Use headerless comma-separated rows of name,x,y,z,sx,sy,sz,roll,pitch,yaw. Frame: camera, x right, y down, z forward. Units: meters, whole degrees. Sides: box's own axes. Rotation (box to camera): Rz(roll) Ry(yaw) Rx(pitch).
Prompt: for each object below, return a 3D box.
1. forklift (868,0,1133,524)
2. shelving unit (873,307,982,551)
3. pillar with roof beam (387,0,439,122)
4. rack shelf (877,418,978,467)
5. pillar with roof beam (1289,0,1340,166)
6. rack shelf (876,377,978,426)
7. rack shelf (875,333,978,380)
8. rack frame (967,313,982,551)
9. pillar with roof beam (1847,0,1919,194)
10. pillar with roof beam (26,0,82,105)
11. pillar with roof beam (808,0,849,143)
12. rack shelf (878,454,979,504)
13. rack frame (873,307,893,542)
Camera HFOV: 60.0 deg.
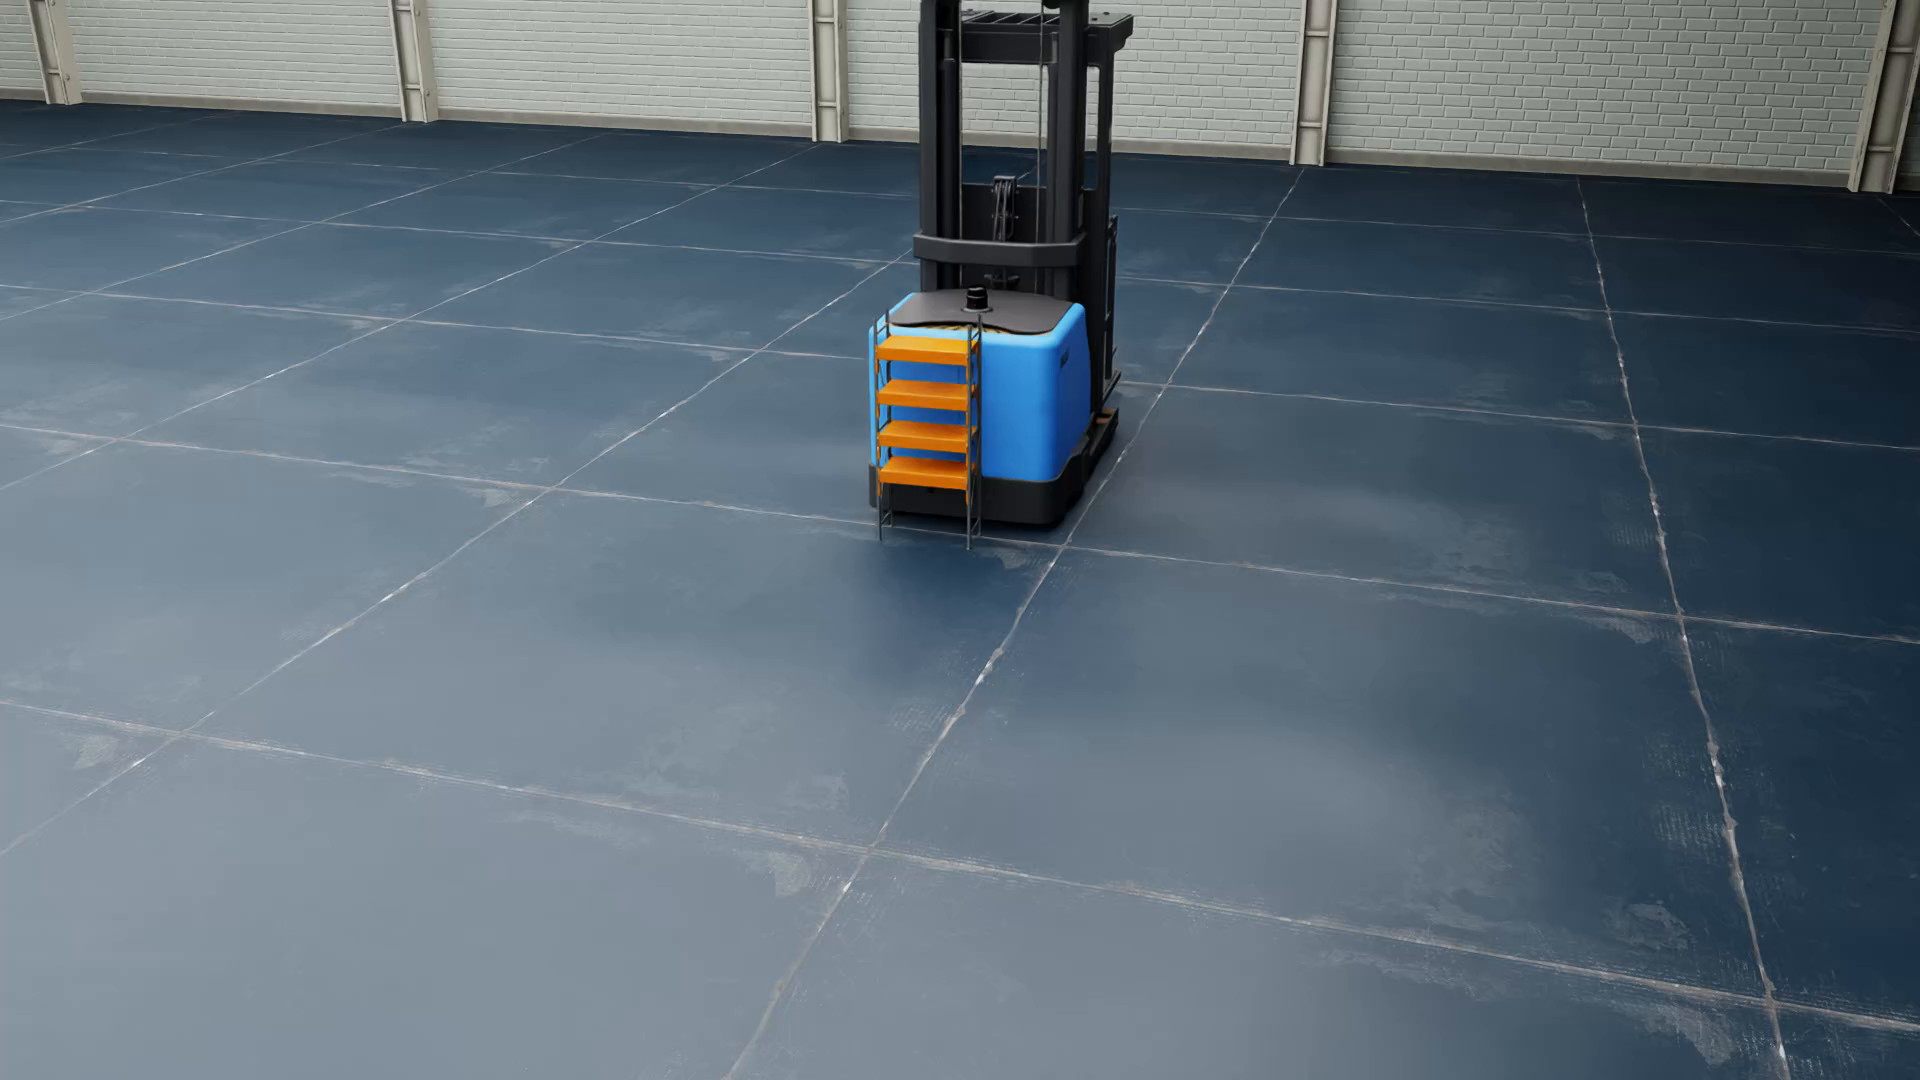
forklift,0.368,-1.969,9.707,1.130,2.935,3.031,6,23,13
shelving unit,-0.162,-0.568,8.573,0.503,1.200,0.258,6,23,13
pillar with roof beam,-8.632,-8.357,17.286,0.400,9.000,9.100,7,23,16
rack shelf,-0.162,-0.506,8.599,0.480,0.148,0.258,6,23,13
pillar with roof beam,2.856,-7.042,14.079,0.400,9.000,9.100,7,23,16
rack shelf,-0.162,-0.713,8.514,0.480,0.148,0.258,6,23,13
rack shelf,-0.162,-0.931,8.424,0.480,0.148,0.258,6,23,13
rack frame,0.074,-0.545,8.517,0.015,1.200,0.240,6,23,13
pillar with roof beam,8.601,-6.384,12.475,0.400,9.000,9.100,7,23,16
pillar with roof beam,-14.376,-9.015,18.889,0.400,9.000,9.100,7,23,16
pillar with roof beam,-2.888,-7.699,15.682,0.400,9.000,9.100,7,23,16
rack shelf,-0.162,-0.322,8.674,0.480,0.148,0.258,6,23,13
rack frame,-0.398,-0.591,8.630,0.015,1.200,0.240,6,23,13
